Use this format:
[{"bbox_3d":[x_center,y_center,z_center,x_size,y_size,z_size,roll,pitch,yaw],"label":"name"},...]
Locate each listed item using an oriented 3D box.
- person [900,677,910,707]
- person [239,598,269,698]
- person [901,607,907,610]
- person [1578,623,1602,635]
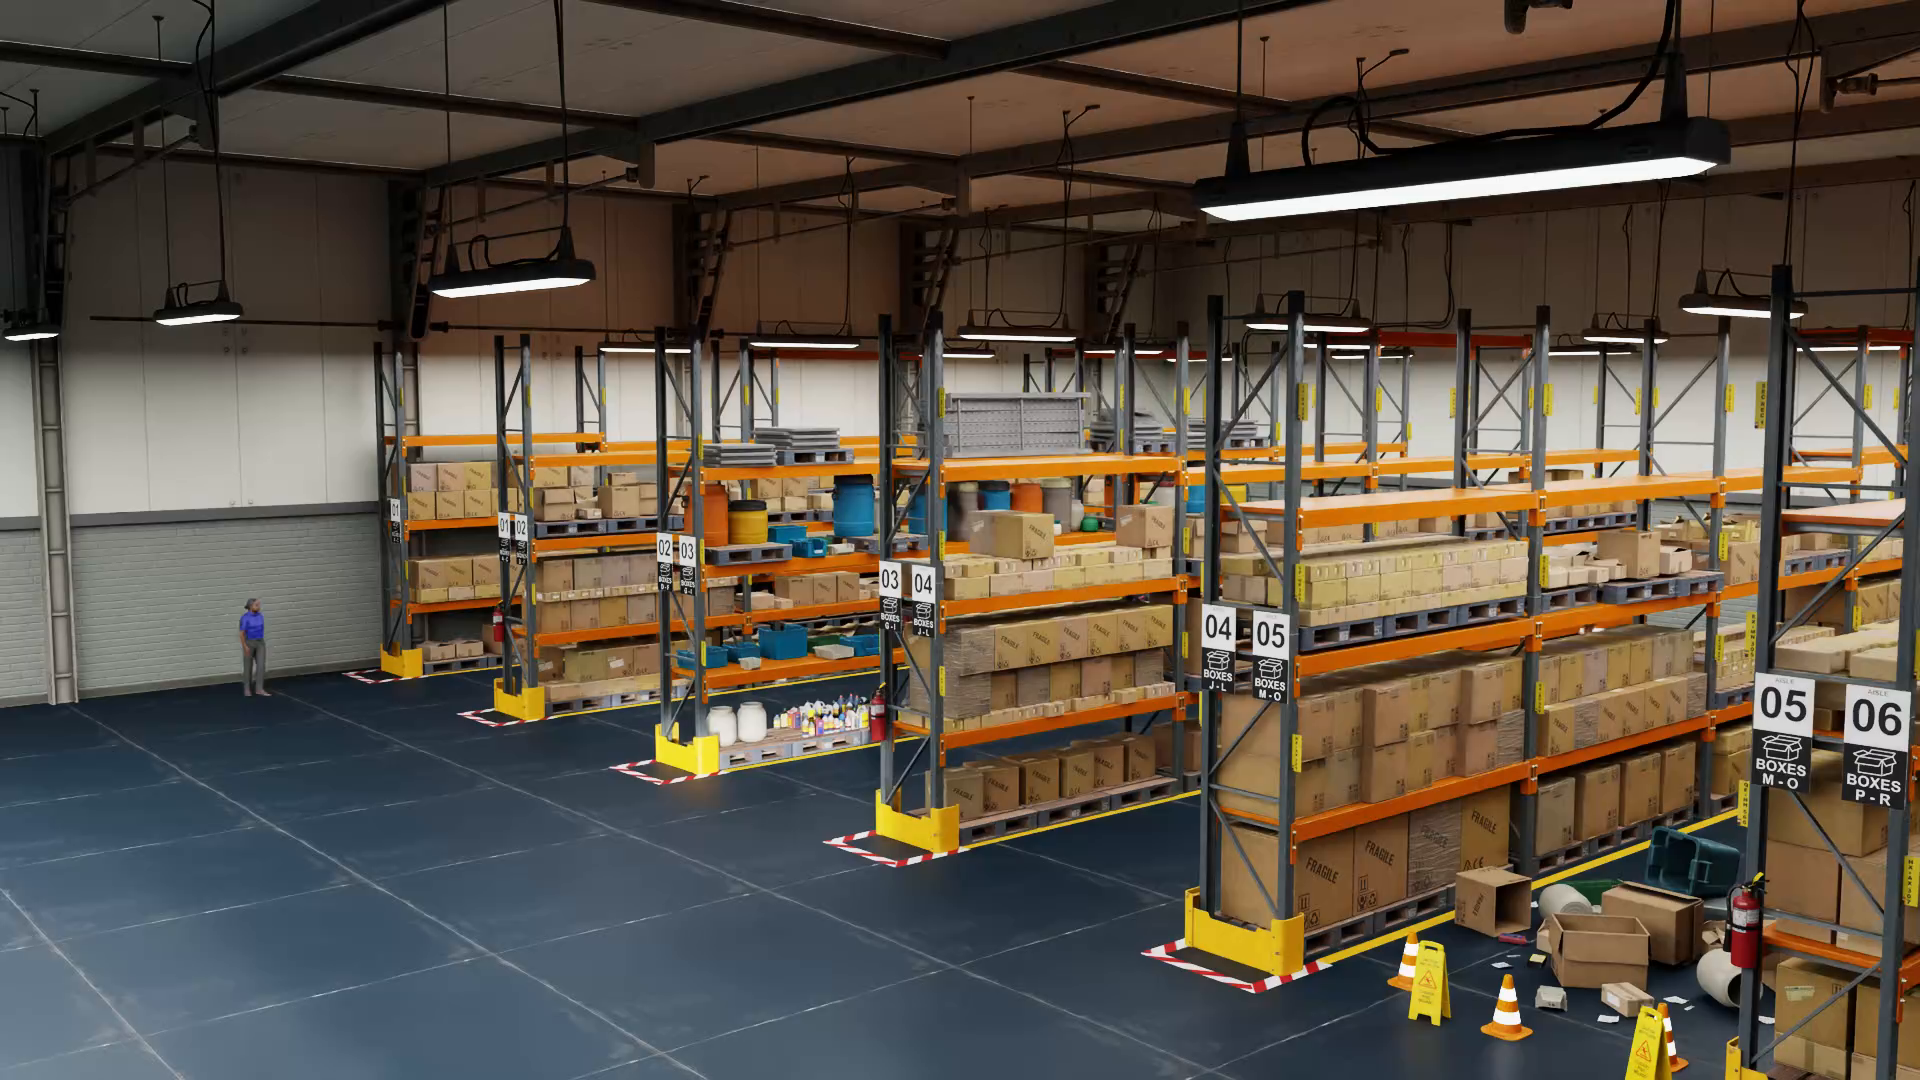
[{"bbox_3d":[-0.616,1.840,27.121,0.687,1.762,0.373,1,5,11],"label":"person"},{"bbox_3d":[-11.850,1.808,27.907,0.445,1.671,0.476,5,7,43],"label":"person"},{"bbox_3d":[-1.269,1.246,34.138,0.958,1.672,0.660,-4,7,-41],"label":"person"},{"bbox_3d":[9.788,1.960,25.866,1.003,1.744,0.591,-5,7,-41],"label":"person"}]
